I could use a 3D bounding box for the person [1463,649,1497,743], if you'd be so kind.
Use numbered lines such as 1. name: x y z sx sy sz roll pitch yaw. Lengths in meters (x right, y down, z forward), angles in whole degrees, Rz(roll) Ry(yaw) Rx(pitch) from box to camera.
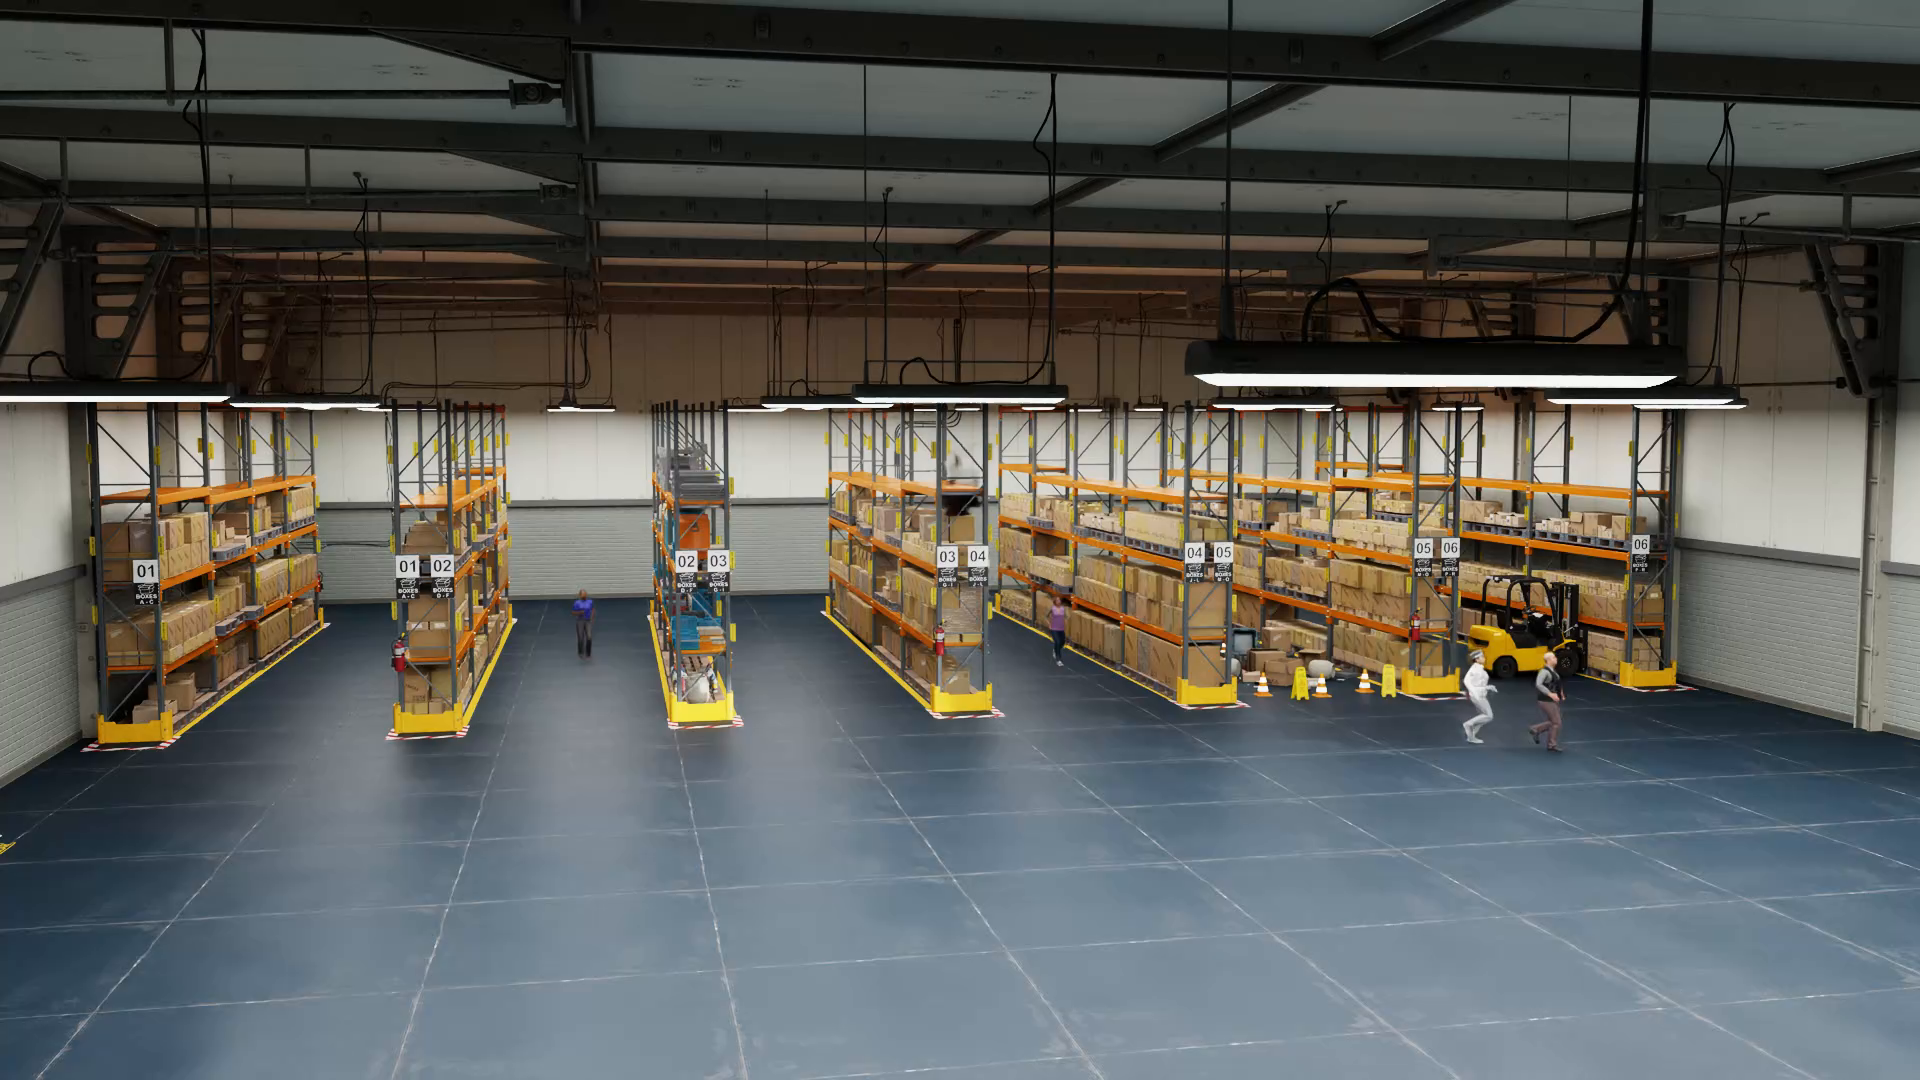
1. person: 9.059 2.716 28.941 0.537 1.656 0.608 2 5 25

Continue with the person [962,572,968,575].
1. person: 0.234 1.170 49.272 0.789 1.757 0.928 4 6 42

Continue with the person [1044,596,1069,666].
1. person: 2.216 2.065 38.085 0.543 1.568 0.805 -1 4 -16

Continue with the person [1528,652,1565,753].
1. person: 9.971 2.746 28.274 0.649 1.691 0.671 3 5 35

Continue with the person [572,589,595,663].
1. person: -8.721 1.993 38.594 0.556 1.714 0.714 -2 5 -21
